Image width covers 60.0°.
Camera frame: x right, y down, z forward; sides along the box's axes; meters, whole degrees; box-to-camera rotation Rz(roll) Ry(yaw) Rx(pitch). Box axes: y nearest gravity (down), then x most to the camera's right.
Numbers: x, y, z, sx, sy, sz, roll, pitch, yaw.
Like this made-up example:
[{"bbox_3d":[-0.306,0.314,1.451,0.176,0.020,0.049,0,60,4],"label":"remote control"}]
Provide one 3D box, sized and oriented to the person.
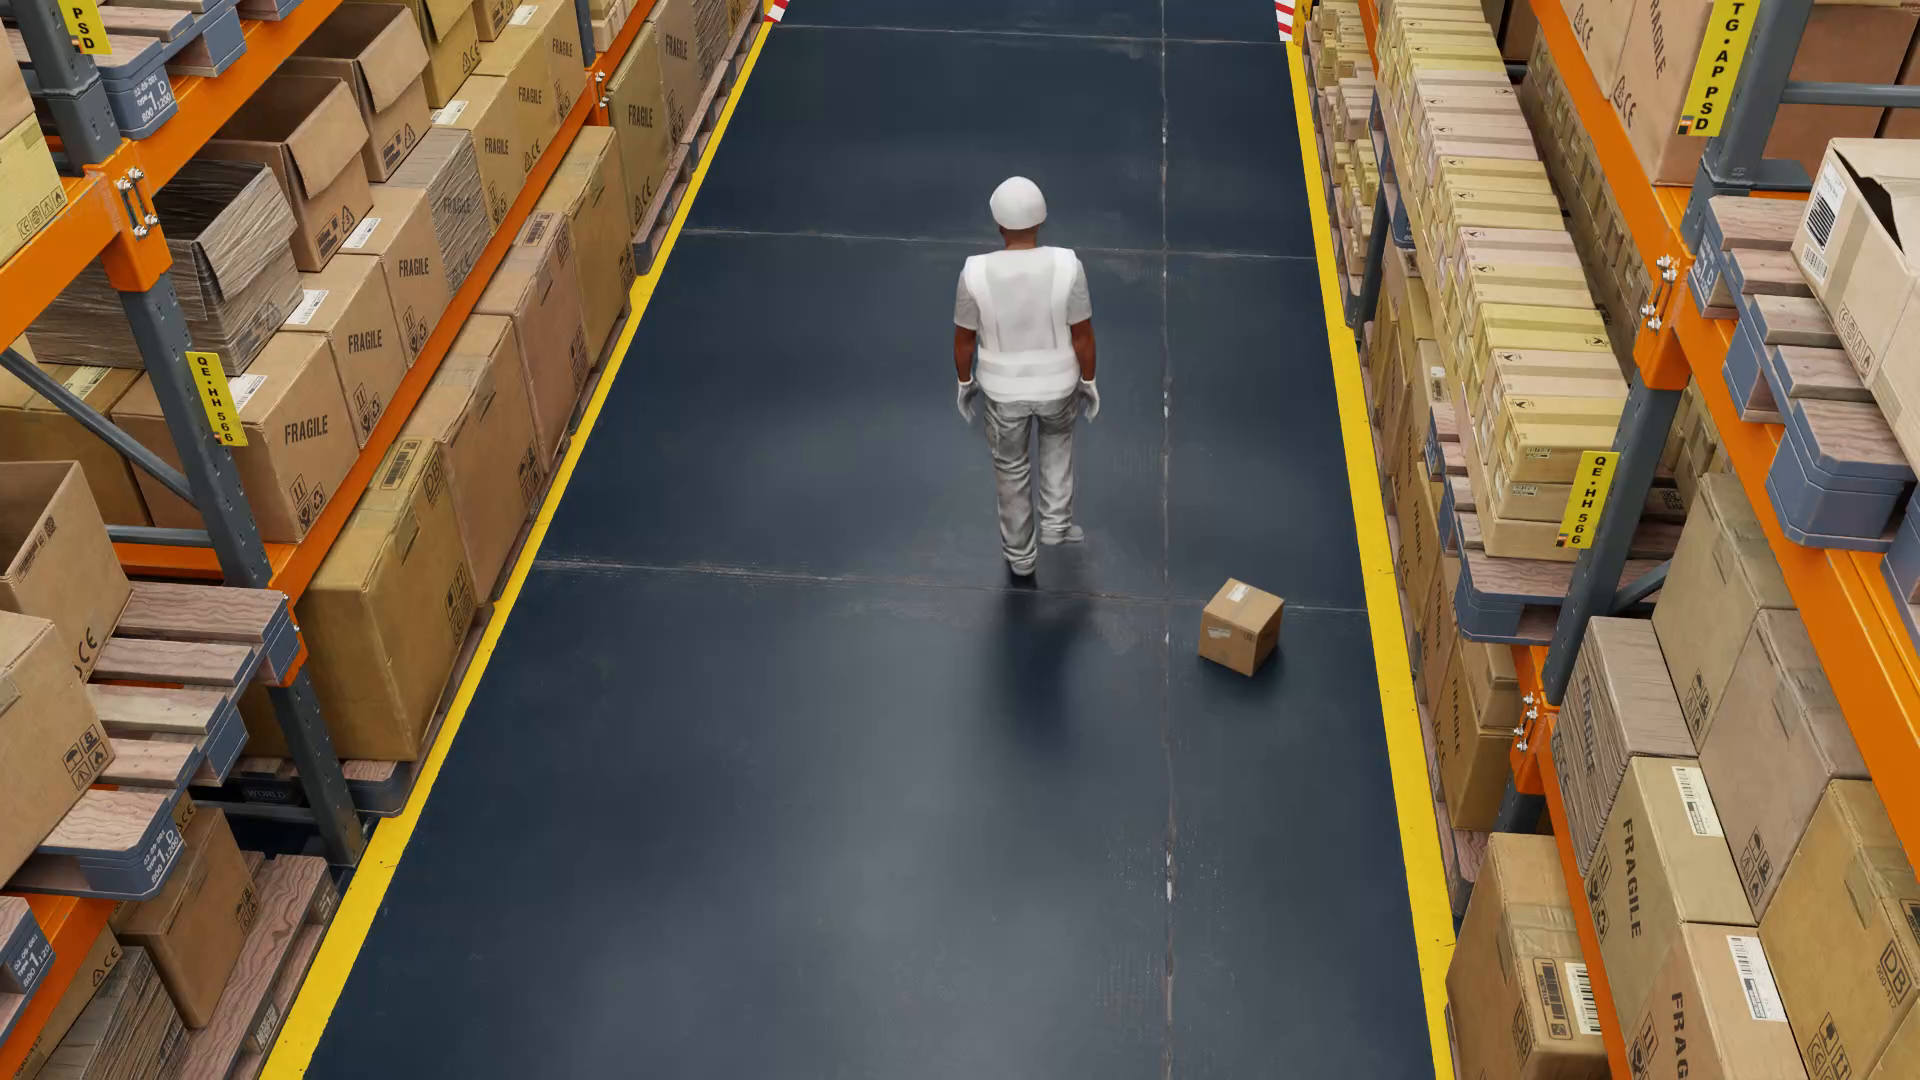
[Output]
[{"bbox_3d":[0.271,-0.659,6.907,0.597,1.768,0.469,-3,40,-3],"label":"person"}]
